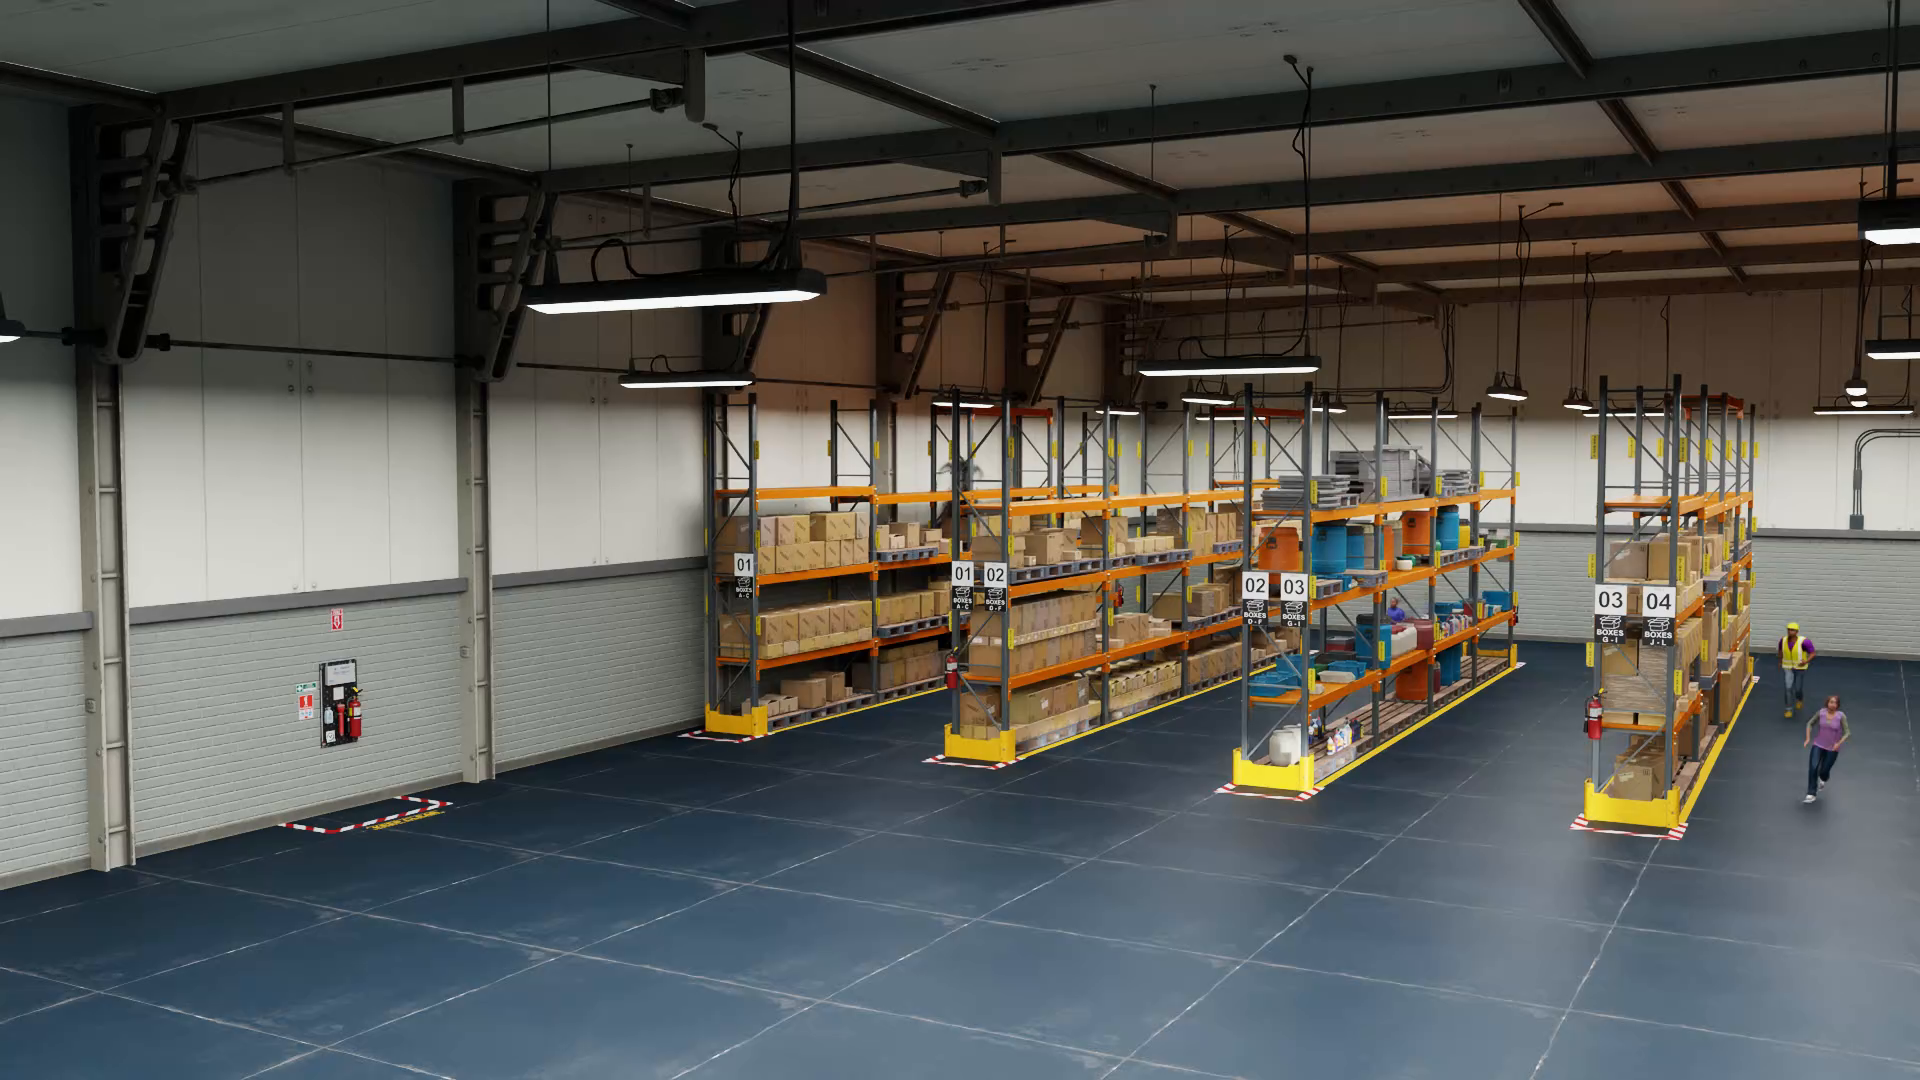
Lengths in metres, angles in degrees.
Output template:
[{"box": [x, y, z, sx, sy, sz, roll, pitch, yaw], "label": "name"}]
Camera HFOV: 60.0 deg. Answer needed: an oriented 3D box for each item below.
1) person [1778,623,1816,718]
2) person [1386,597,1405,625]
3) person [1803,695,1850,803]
[{"box": [15.730, 2.430, 31.280, 0.673, 1.772, 0.880, 2, 4, 38], "label": "person"}, {"box": [9.792, 2.128, 37.575, 0.556, 1.677, 0.882, 2, 4, 30], "label": "person"}, {"box": [12.349, 2.957, 23.678, 0.577, 1.543, 0.647, 2, 4, 35], "label": "person"}]
